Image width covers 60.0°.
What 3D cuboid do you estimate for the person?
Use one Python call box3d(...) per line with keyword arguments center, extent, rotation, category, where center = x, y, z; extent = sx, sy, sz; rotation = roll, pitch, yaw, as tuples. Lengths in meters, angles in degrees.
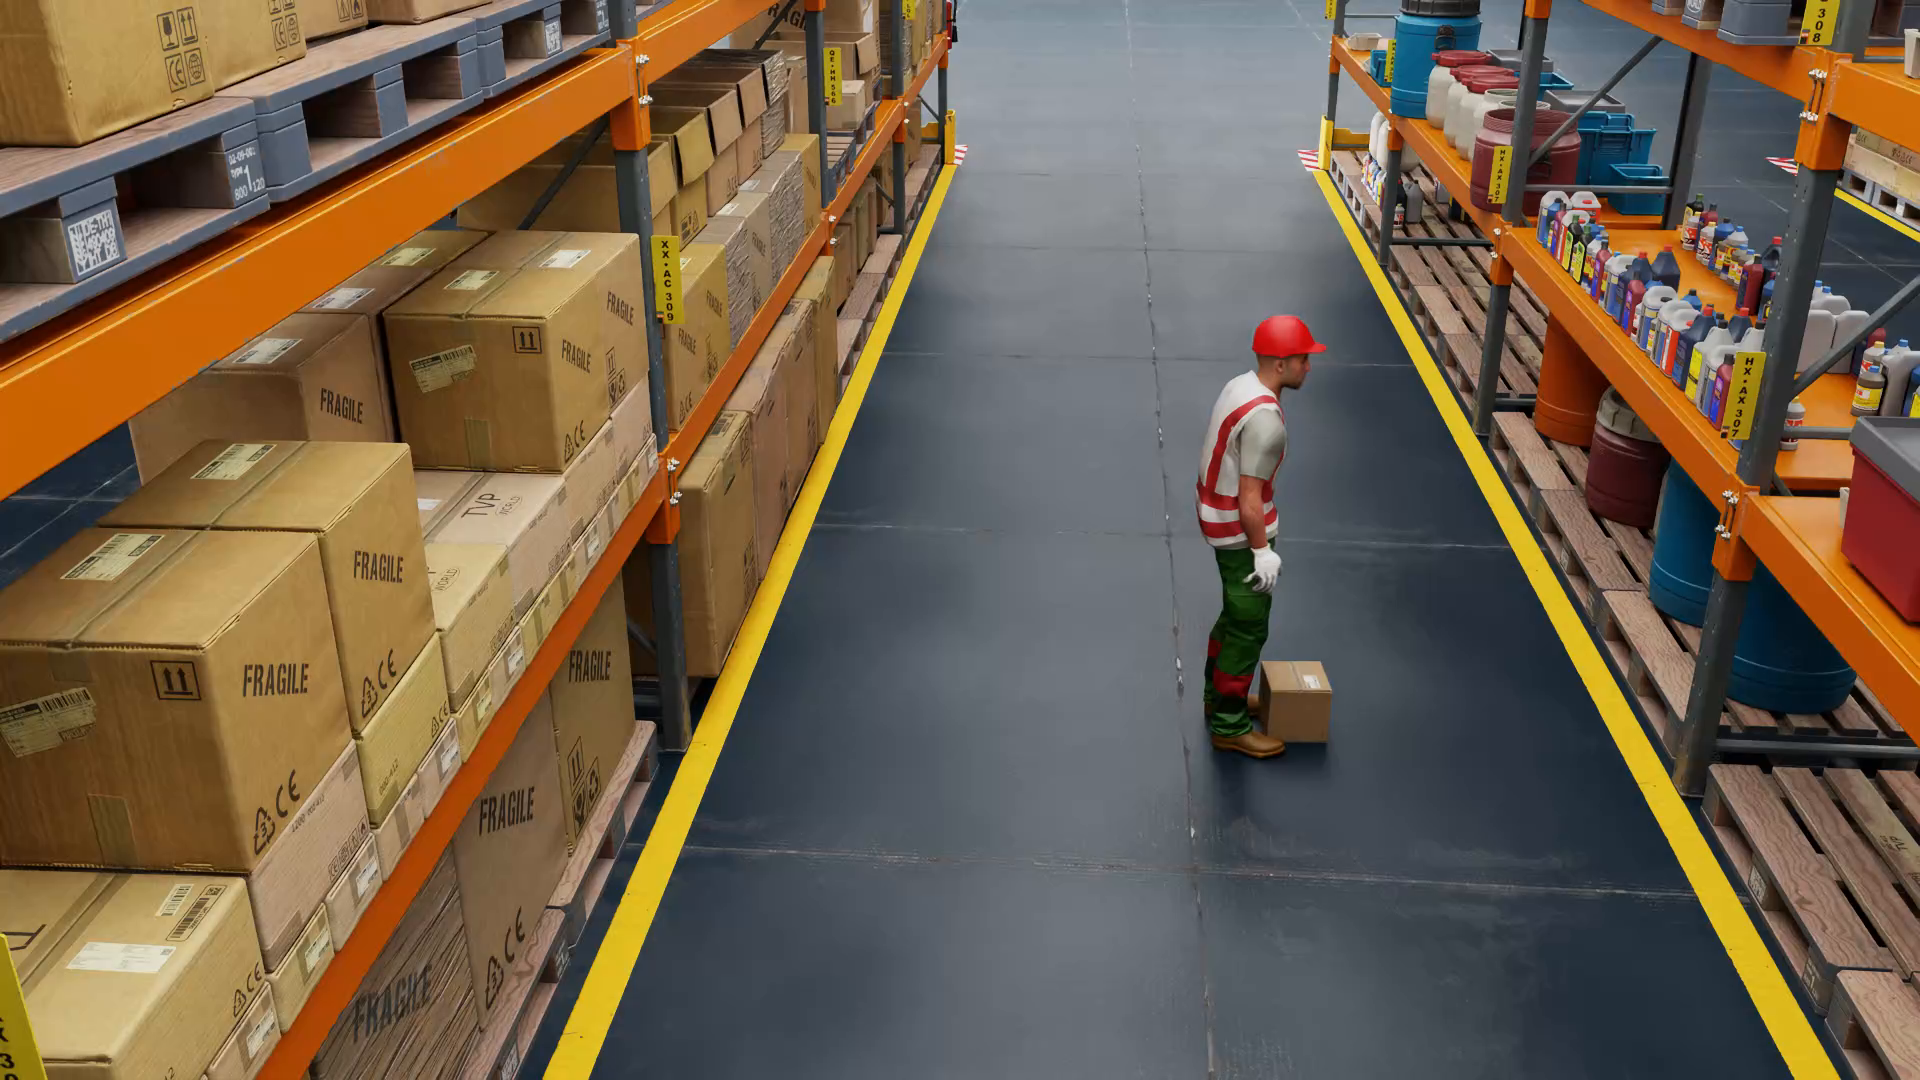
box3d(center=(1.172, -0.030, 6.652), extent=(0.454, 1.779, 0.620), rotation=(1, 24, 3), category="person")
